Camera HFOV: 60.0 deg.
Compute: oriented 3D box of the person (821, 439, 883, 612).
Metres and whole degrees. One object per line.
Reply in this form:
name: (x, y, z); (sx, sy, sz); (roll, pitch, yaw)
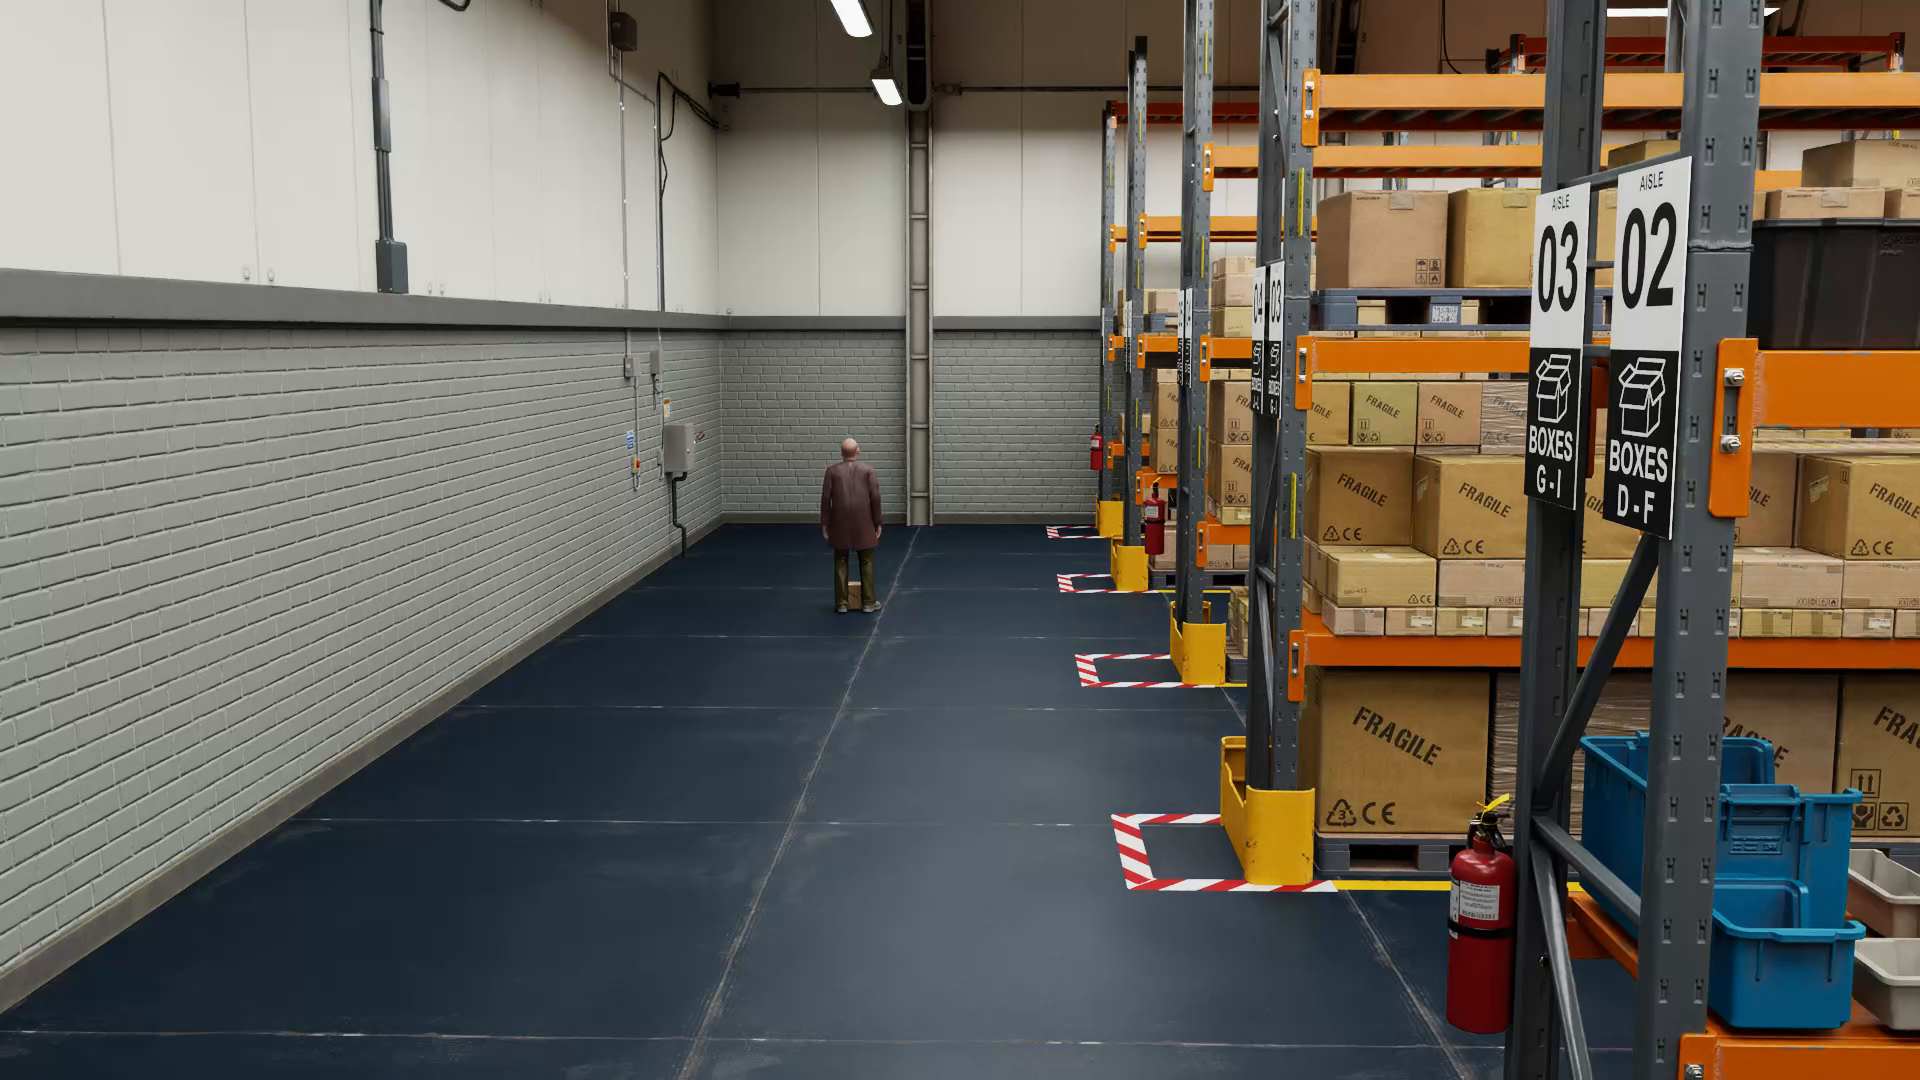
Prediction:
person: (-1.107, -0.149, 17.026); (0.644, 1.774, 0.420); (0, 7, 1)
